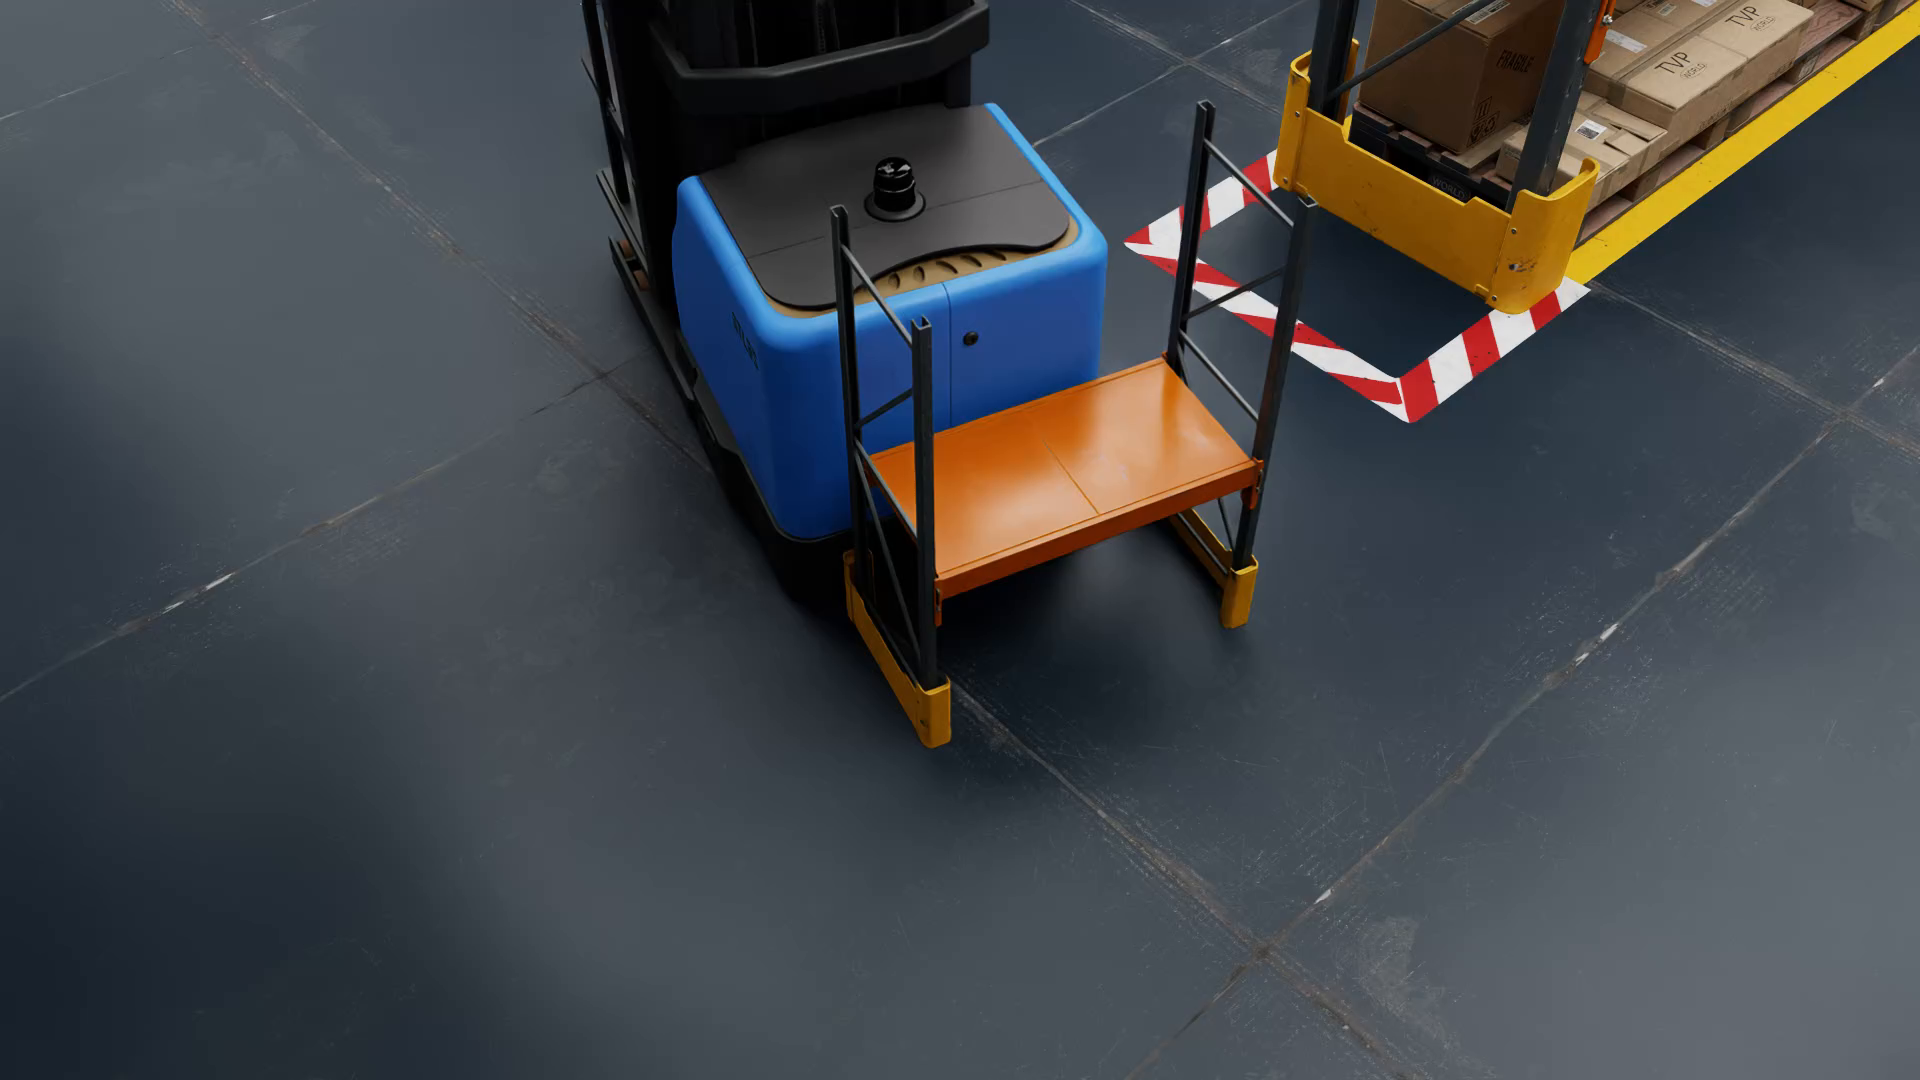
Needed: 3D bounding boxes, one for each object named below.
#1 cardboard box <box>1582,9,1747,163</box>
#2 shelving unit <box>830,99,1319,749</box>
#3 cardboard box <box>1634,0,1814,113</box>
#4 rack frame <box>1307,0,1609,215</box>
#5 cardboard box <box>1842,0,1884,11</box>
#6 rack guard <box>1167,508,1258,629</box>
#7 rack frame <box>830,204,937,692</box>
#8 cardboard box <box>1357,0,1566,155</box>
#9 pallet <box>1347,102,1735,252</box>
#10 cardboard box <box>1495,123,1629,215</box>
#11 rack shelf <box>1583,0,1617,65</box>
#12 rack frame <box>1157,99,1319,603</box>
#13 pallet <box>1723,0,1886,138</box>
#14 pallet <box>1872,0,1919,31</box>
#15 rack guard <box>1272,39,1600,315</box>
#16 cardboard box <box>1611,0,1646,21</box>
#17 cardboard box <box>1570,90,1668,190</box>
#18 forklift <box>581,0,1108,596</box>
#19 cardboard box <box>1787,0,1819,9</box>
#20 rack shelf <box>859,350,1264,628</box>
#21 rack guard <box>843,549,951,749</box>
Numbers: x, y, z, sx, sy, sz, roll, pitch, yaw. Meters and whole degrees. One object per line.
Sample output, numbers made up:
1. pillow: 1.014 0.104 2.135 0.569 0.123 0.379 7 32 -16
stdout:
1. cardboard box: 2.634 -1.754 6.399 0.500 0.250 0.500 -34 56 -27
2. shelving unit: 0.263 -0.281 4.489 1.083 1.500 0.587 -20 50 -17
3. cardboard box: 3.004 -2.001 6.627 0.500 0.250 0.500 -34 56 -27
4. rack frame: 1.671 -2.175 5.216 0.127 3.000 1.000 -34 56 -27
5. cardboard box: 3.845 -2.584 7.123 0.500 0.311 0.500 -34 56 -27
6. rack guard: 0.710 -0.018 5.097 0.087 0.250 0.587 -20 50 -17
7. rack frame: -0.185 -0.119 4.340 0.032 1.500 0.500 -20 50 -17
8. cardboard box: 1.907 -1.880 6.345 0.500 0.500 0.500 -34 56 -27
9. pallet: 2.316 -1.662 6.640 1.213 0.211 1.003 -34 56 -27
10. cardboard box: 2.212 -1.378 6.121 0.250 0.149 0.380 -34 56 -27
11. rack shelf: 3.151 -2.920 6.393 4.000 0.370 1.077 -34 56 -27
12. rack frame: 0.728 -0.448 4.643 0.032 1.500 0.500 -20 50 -17
13. pallet: 3.219 -2.262 7.194 1.213 0.211 1.003 -34 56 -27
14. pallet: 4.122 -2.868 7.753 1.213 0.211 1.003 -34 56 -27
15. rack guard: 1.727 -1.365 6.170 0.348 0.500 1.175 -34 56 -27
16. cardboard box: 2.631 -2.248 6.855 0.500 0.250 0.500 -34 56 -27
17. cardboard box: 2.397 -1.507 6.228 0.250 0.166 0.380 -34 56 -27
18. forklift: -0.629 -1.925 5.032 1.130 2.935 3.031 -18 50 -16
19. cardboard box: 3.244 -2.524 6.937 0.637 0.503 0.797 -34 56 -27
20. rack shelf: 0.271 -0.162 4.624 1.000 0.185 0.538 -20 50 -17
21. rack guard: -0.184 0.304 4.799 0.087 0.250 0.587 -20 50 -17
